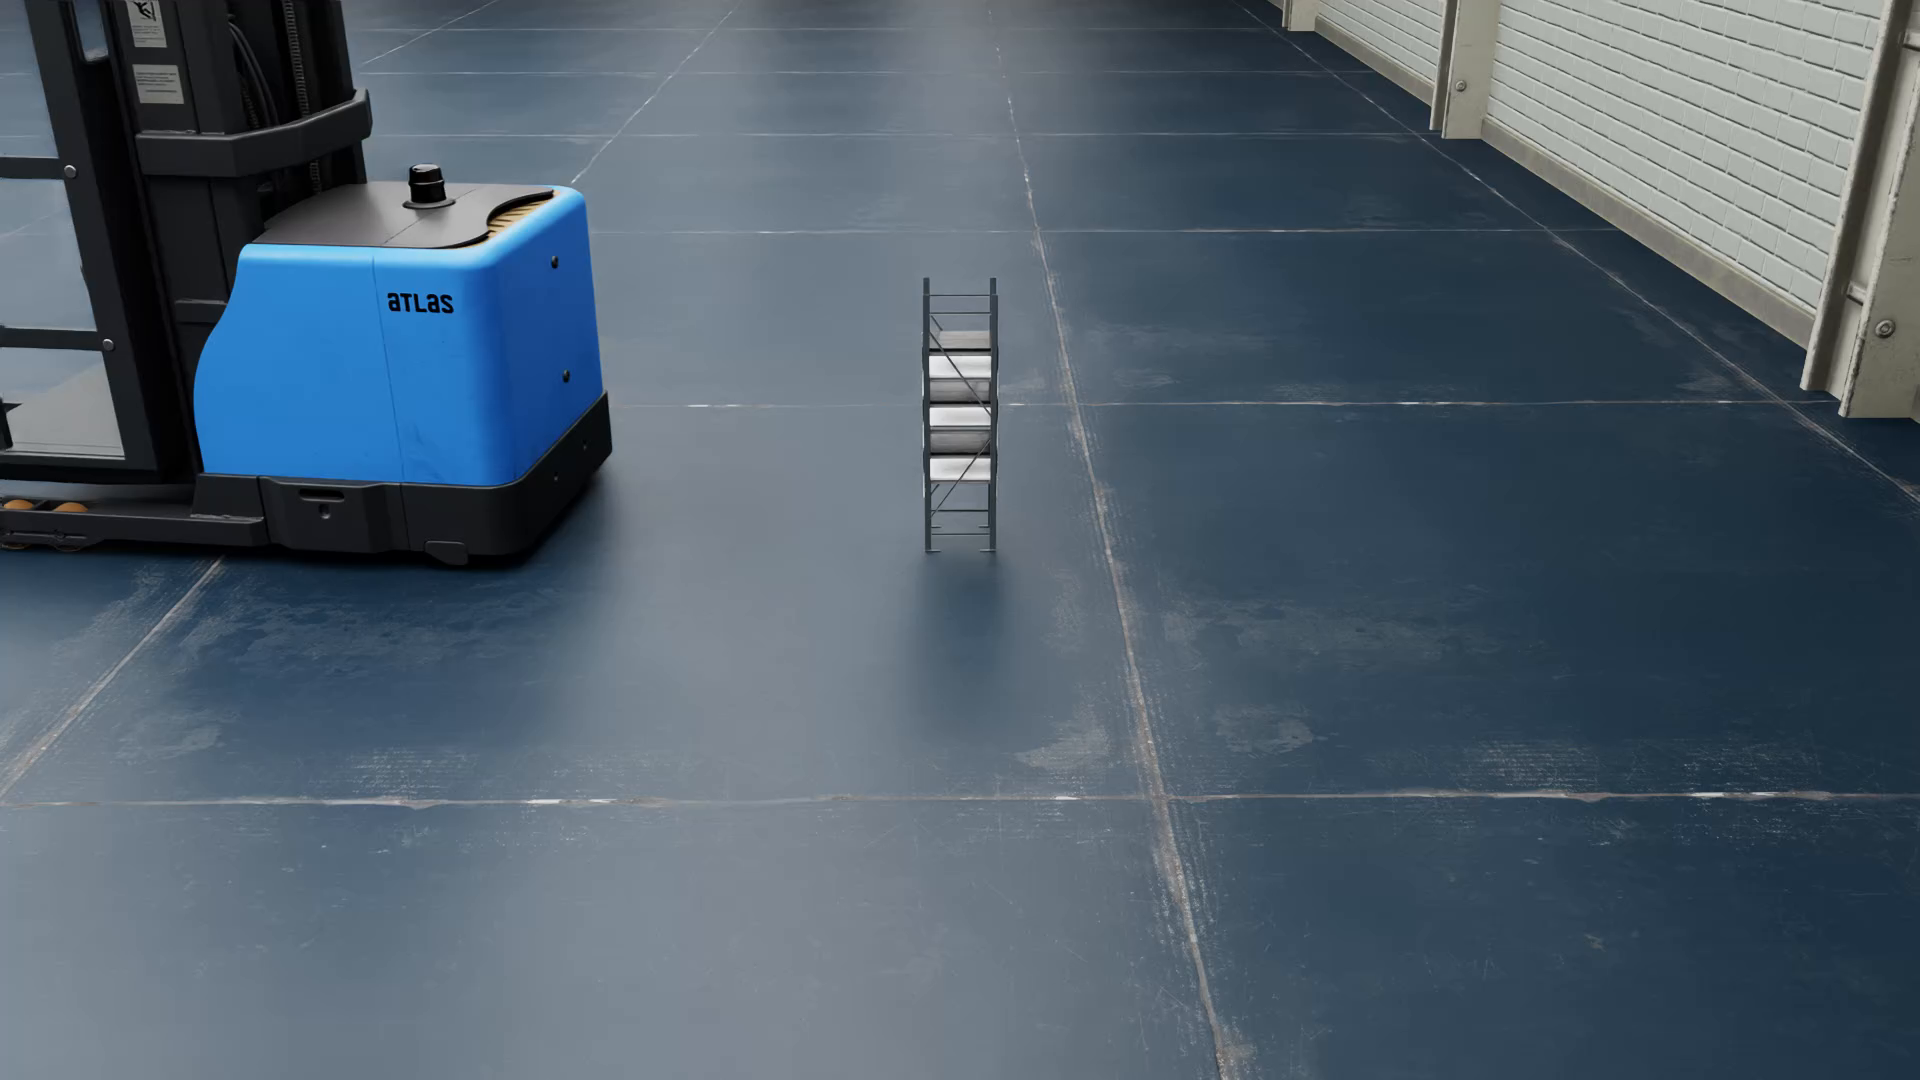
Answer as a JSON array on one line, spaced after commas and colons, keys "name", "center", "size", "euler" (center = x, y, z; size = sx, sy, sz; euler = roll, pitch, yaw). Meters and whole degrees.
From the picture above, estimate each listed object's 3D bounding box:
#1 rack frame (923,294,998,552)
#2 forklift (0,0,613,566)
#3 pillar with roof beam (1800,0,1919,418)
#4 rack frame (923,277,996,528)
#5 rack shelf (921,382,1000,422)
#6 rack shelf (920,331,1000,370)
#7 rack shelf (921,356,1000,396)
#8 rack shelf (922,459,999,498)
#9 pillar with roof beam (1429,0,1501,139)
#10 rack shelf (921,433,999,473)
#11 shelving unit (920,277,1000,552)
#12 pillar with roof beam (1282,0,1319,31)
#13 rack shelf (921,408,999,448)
[{"name": "rack frame", "center": [0.001, -0.371, 5.479], "size": [0.240, 0.900, 0.006], "euler": [0, 24, -1]}, {"name": "forklift", "center": [-2.876, -1.505, 5.521], "size": [3.031, 2.935, 1.130], "euler": [3, 25, 6]}, {"name": "pillar with roof beam", "center": [-0.501, -4.669, 5.153], "size": [9.100, 9.000, 0.400], "euler": [0, 24, -1]}, {"name": "rack frame", "center": [-0.001, -0.455, 5.665], "size": [0.240, 0.900, 0.006], "euler": [0, 24, -1]}, {"name": "rack shelf", "center": [0.000, -0.465, 5.549], "size": [0.258, 0.077, 0.200], "euler": [0, 24, -1]}, {"name": "rack shelf", "center": [0.000, -0.629, 5.474], "size": [0.258, 0.077, 0.200], "euler": [0, 24, -1]}, {"name": "rack shelf", "center": [0.000, -0.547, 5.512], "size": [0.258, 0.077, 0.200], "euler": [0, 24, -1]}, {"name": "rack shelf", "center": [0.000, -0.219, 5.660], "size": [0.258, 0.077, 0.200], "euler": [0, 24, -1]}, {"name": "pillar with roof beam", "center": [-0.566, -7.141, 10.619], "size": [9.100, 9.000, 0.400], "euler": [0, 24, -1]}, {"name": "rack shelf", "center": [0.000, -0.301, 5.623], "size": [0.258, 0.077, 0.200], "euler": [0, 24, -1]}, {"name": "shelving unit", "center": [0.000, -0.413, 5.572], "size": [0.258, 0.900, 0.210], "euler": [0, 24, -1]}, {"name": "pillar with roof beam", "center": [-0.632, -9.614, 16.086], "size": [9.100, 9.000, 0.400], "euler": [0, 24, -1]}, {"name": "rack shelf", "center": [0.000, -0.383, 5.586], "size": [0.258, 0.077, 0.200], "euler": [0, 24, -1]}]
